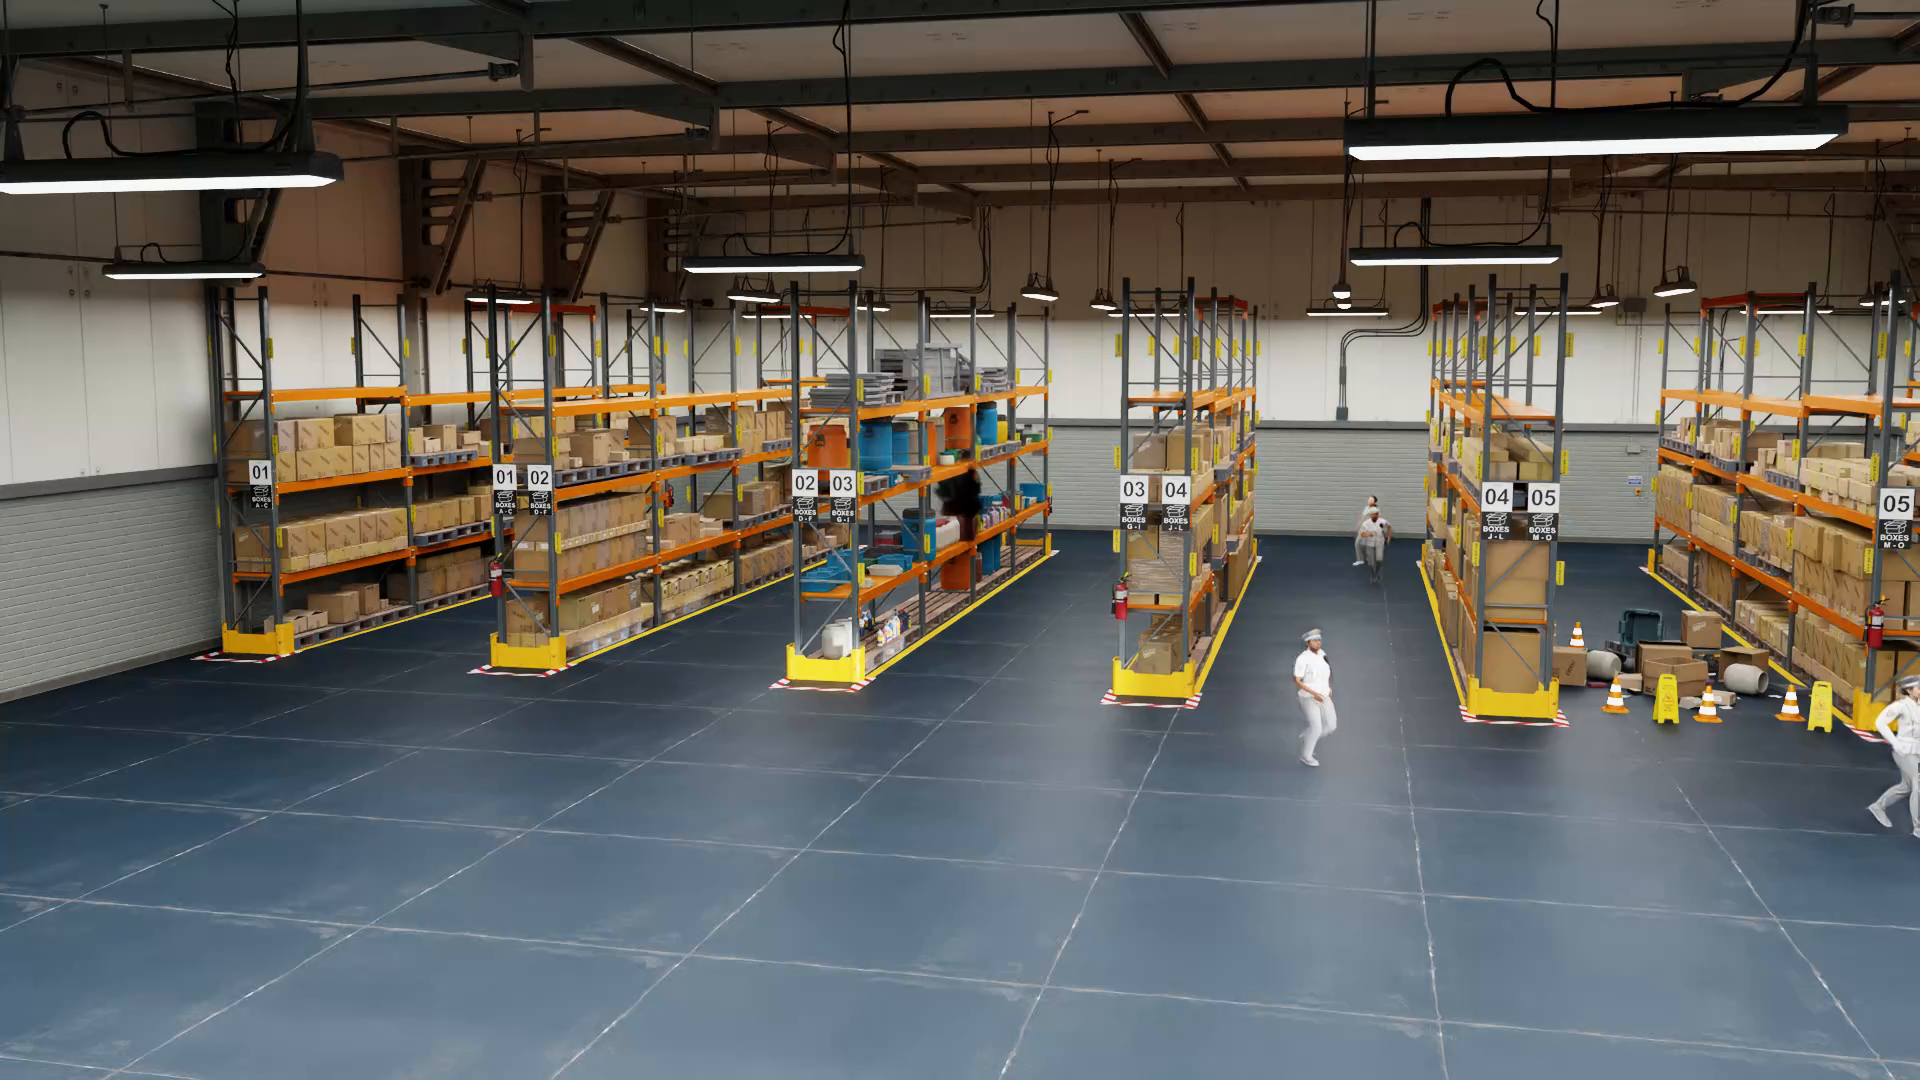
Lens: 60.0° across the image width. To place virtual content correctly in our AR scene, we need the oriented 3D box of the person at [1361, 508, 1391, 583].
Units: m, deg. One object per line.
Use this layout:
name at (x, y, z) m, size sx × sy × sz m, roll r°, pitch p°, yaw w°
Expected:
person at (8.824, 0.127, 35.291) m, size 0.637 × 1.618 × 0.755 m, roll 1°, pitch 7°, yaw 12°

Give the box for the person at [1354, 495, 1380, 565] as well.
person at (9.467, -0.224, 38.606) m, size 0.599 × 1.633 × 0.619 m, roll -4°, pitch 8°, yaw -32°

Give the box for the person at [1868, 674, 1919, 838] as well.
person at (9.720, 2.204, 17.035) m, size 0.607 × 1.719 × 0.780 m, roll -4°, pitch 8°, yaw -32°

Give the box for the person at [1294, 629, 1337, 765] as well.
person at (4.293, 1.890, 20.066) m, size 0.585 × 1.661 × 0.502 m, roll -5°, pitch 8°, yaw -34°
